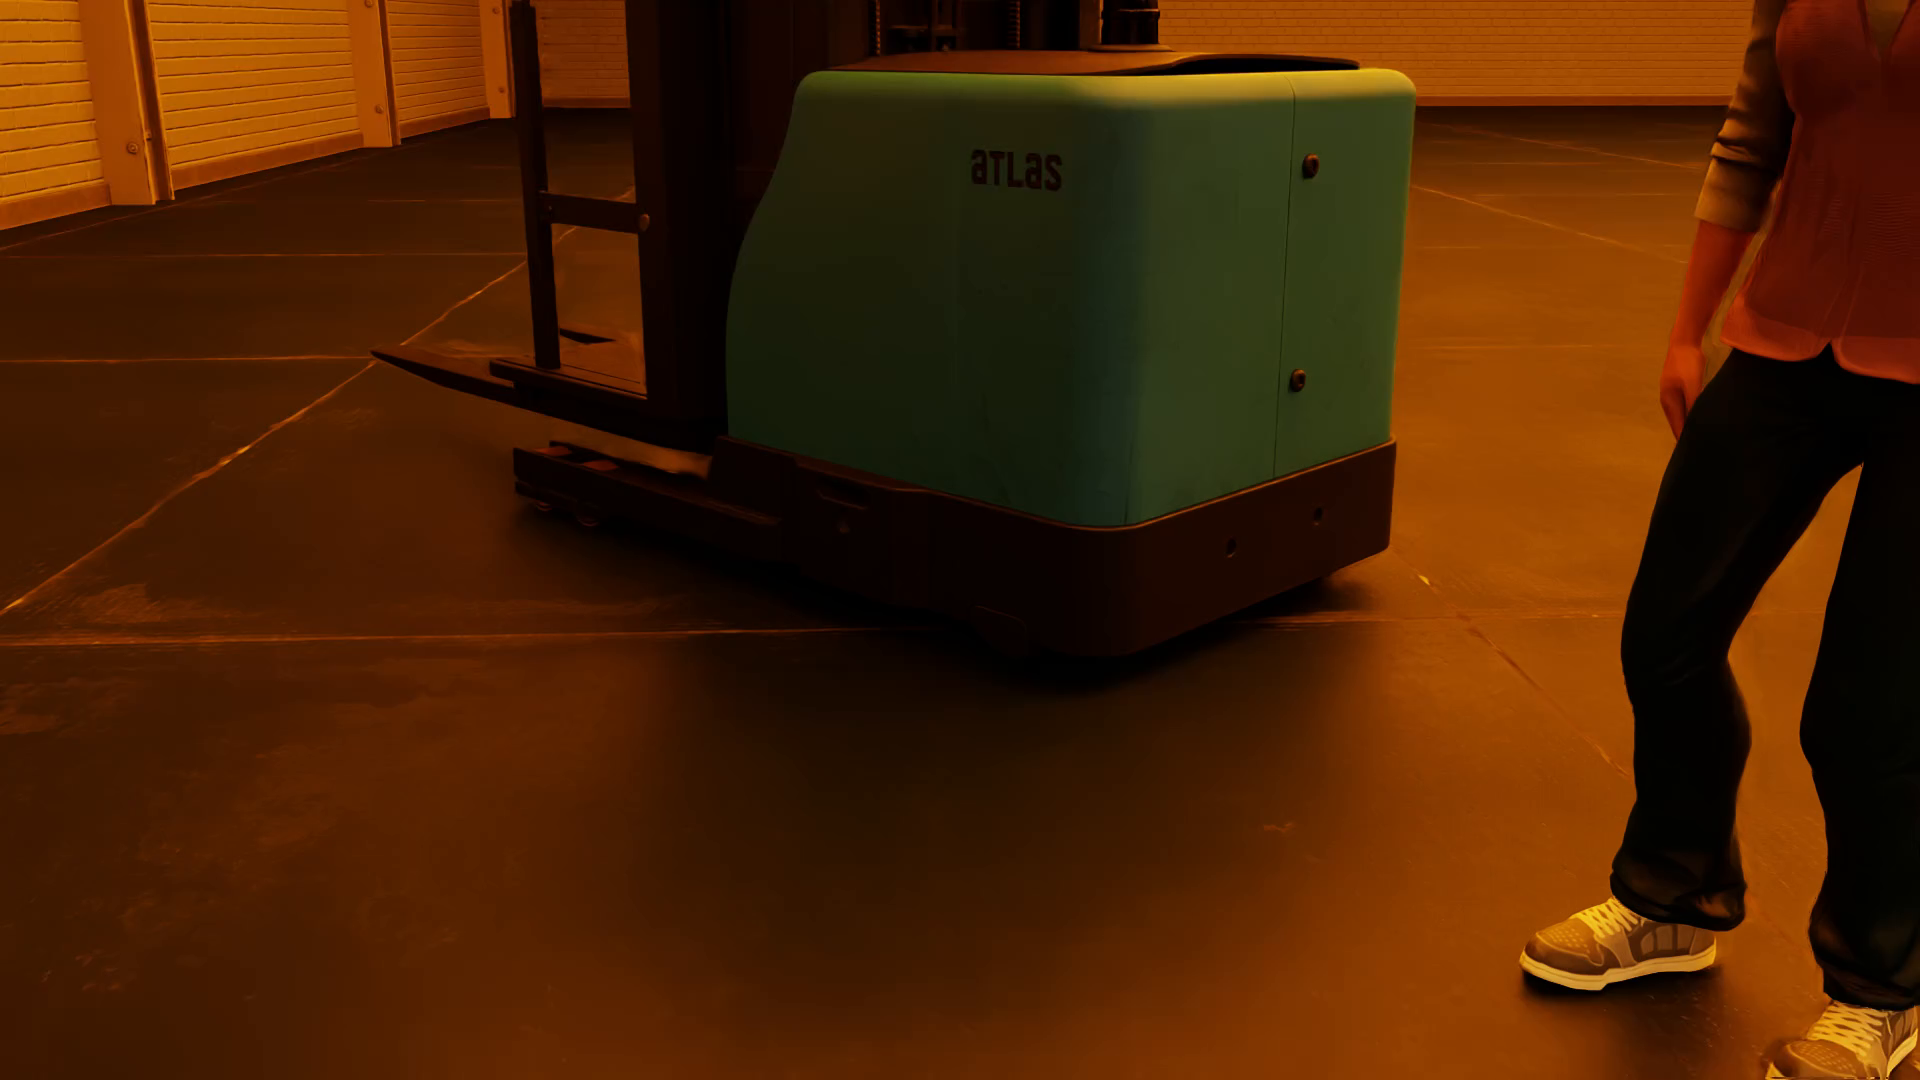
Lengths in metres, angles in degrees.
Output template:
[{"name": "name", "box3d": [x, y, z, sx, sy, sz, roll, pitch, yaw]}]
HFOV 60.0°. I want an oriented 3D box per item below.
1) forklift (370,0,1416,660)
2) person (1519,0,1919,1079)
[{"name": "forklift", "box3d": [-0.470, -1.527, 3.899, 3.031, 2.935, 1.130, 16, 23, 42]}, {"name": "person", "box3d": [0.964, -0.162, 1.757, 0.329, 1.580, 0.510, -10, 20, -30]}]
